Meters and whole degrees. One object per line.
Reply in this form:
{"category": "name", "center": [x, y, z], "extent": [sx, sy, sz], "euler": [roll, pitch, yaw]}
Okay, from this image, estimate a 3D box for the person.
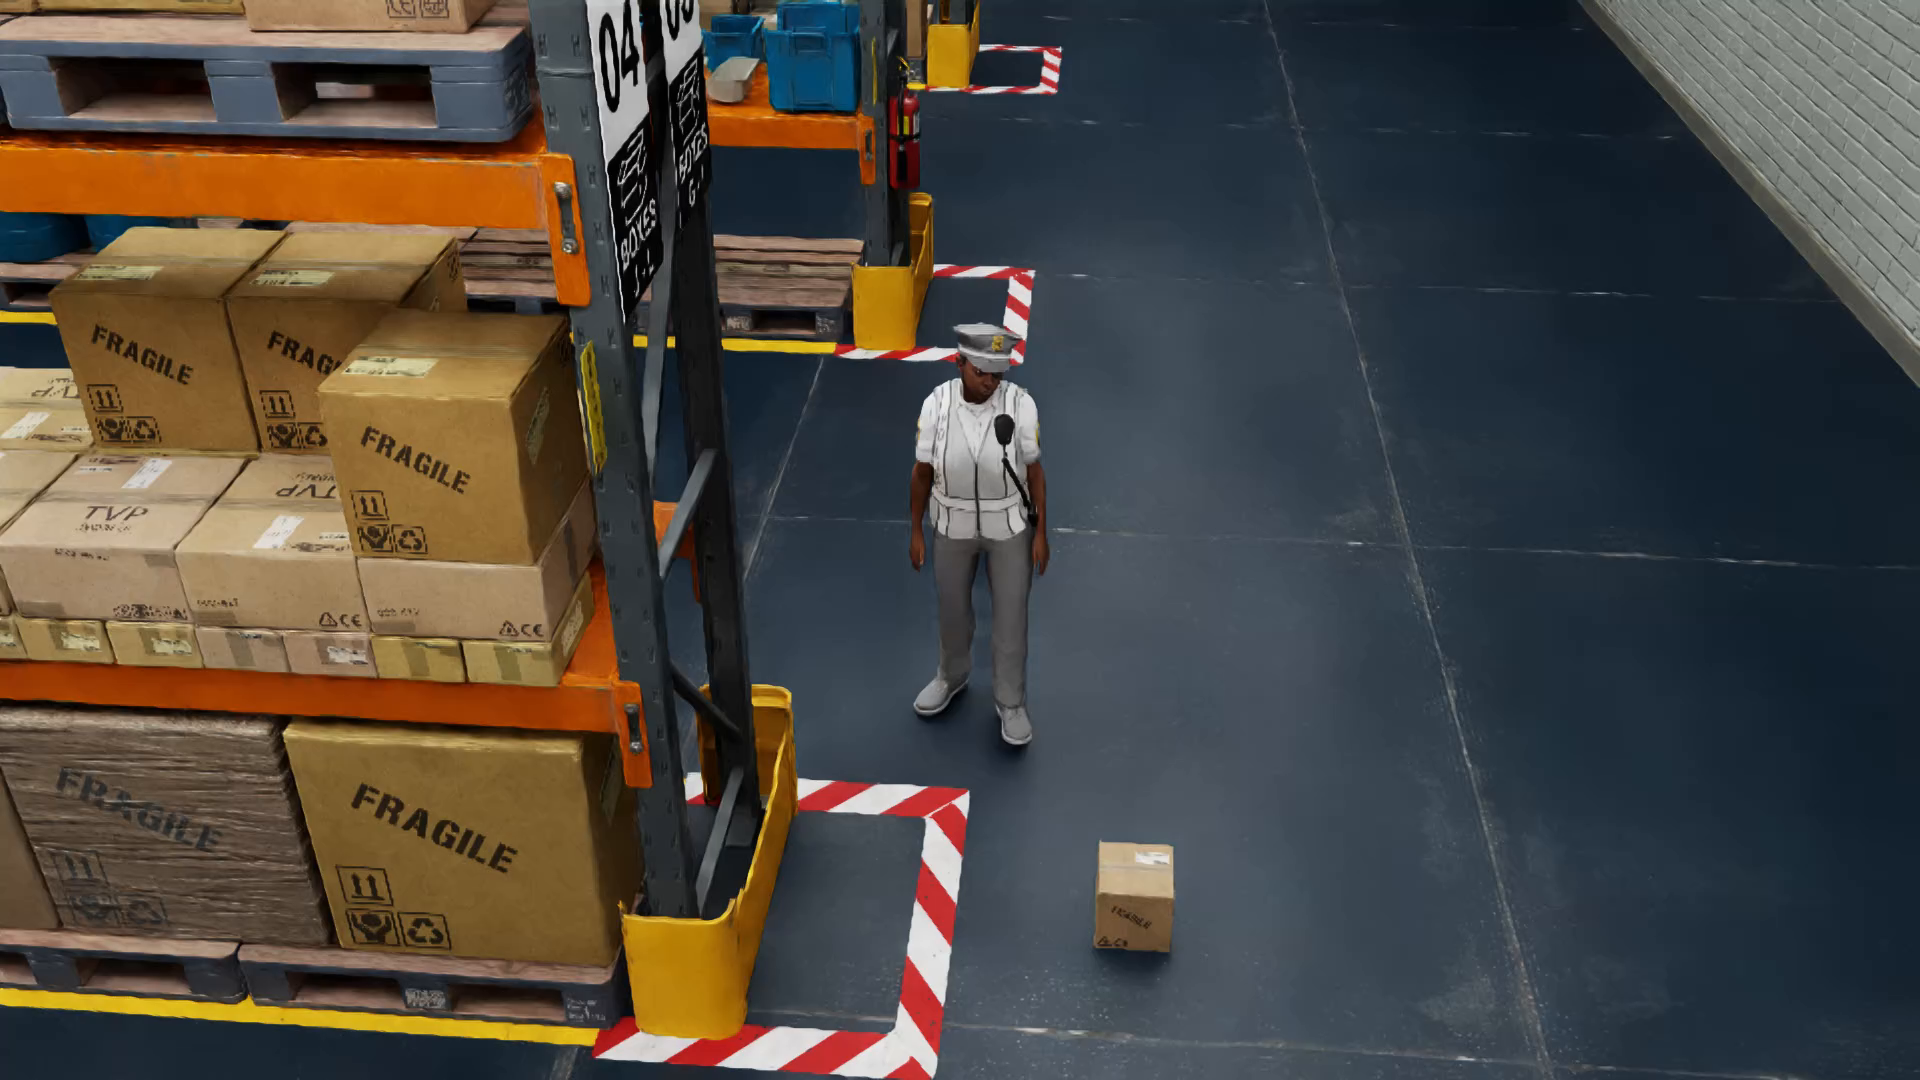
{"category": "person", "center": [0.068, -0.022, 6.124], "extent": [0.524, 1.679, 0.441], "euler": [4, 32, 7]}
